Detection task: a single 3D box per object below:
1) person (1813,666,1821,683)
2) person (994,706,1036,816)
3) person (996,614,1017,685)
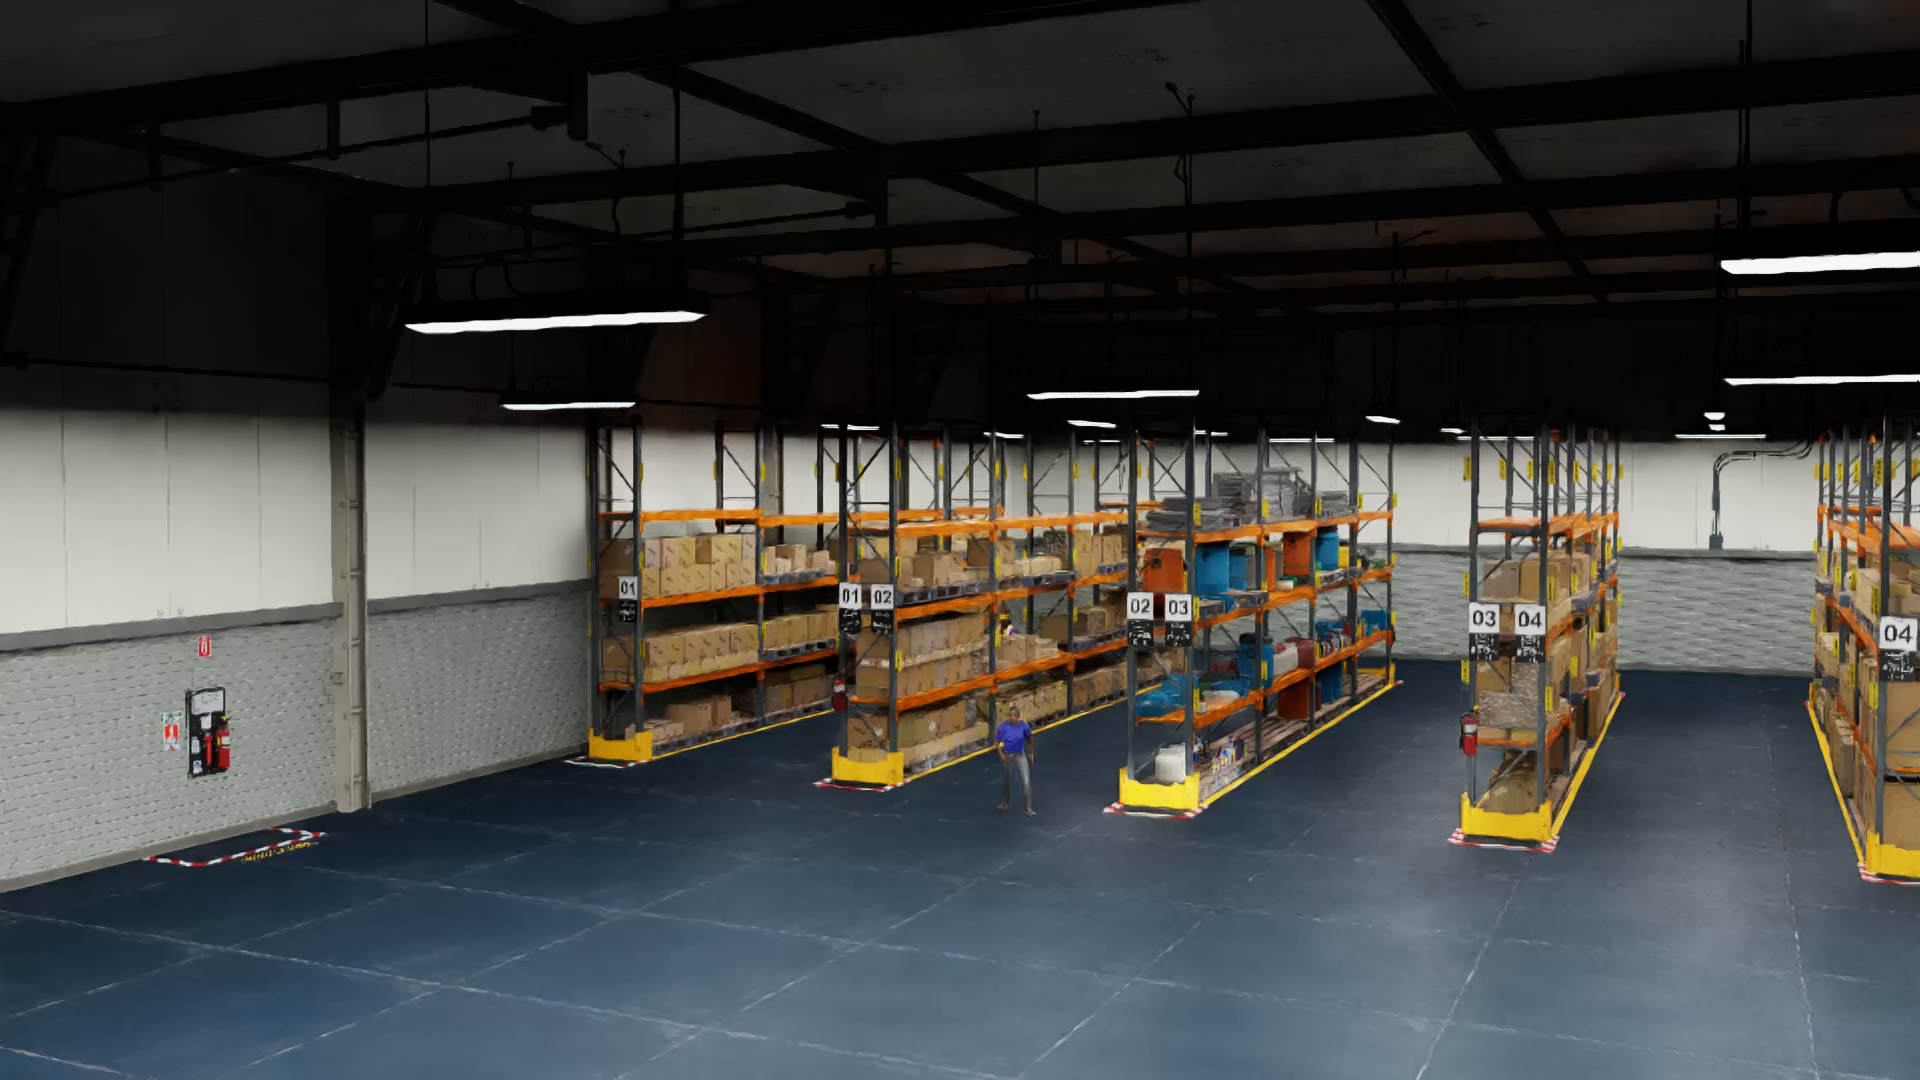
[{"bbox_3d":[18.958,2.605,36.334,0.771,1.770,0.576,-1,3,-29],"label":"person"},{"bbox_3d":[0.825,3.205,24.320,0.623,1.579,0.794,0,2,7],"label":"person"},{"bbox_3d":[1.060,2.562,38.568,0.591,1.714,1.042,1,3,24],"label":"person"}]
